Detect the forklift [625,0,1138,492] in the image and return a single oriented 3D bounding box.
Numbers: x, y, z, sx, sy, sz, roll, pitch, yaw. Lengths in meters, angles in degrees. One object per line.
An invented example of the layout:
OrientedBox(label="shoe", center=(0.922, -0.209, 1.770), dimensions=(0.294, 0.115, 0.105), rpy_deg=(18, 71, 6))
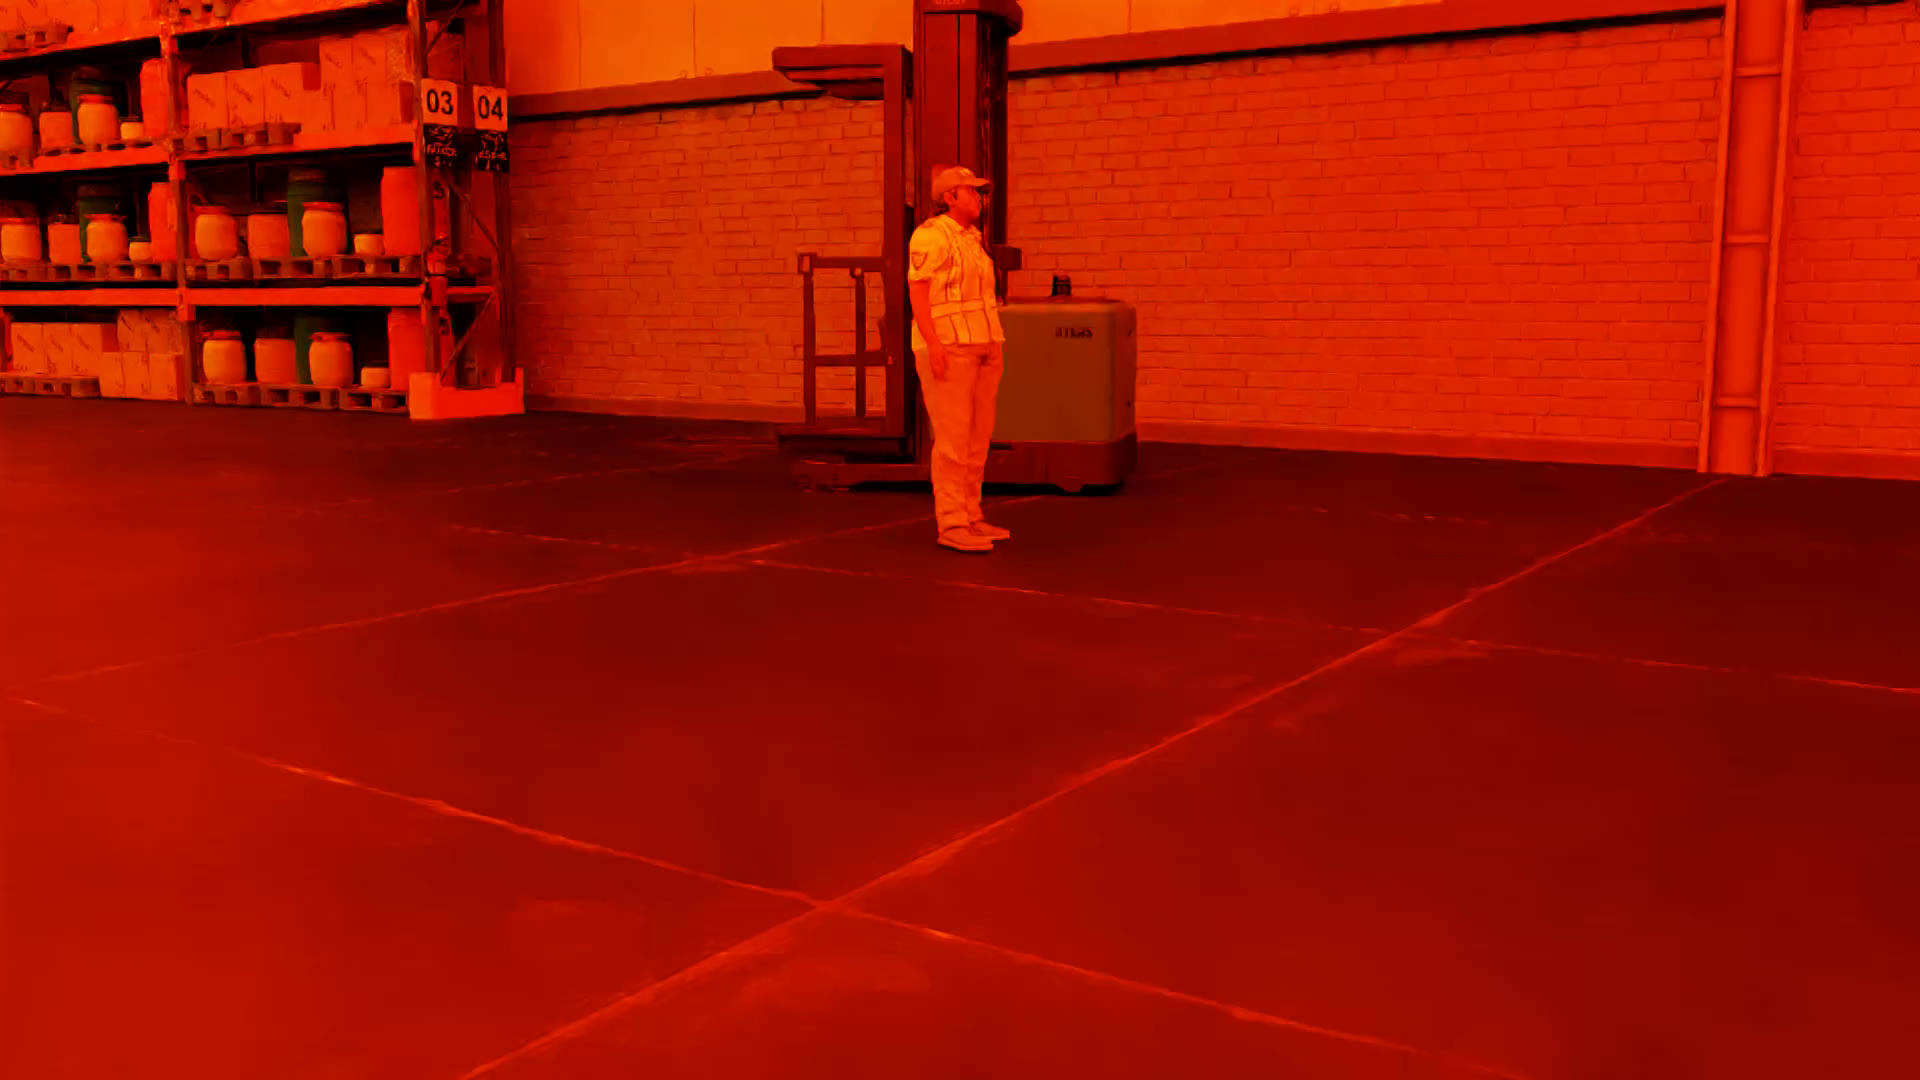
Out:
OrientedBox(label="forklift", center=(-0.492, -1.807, 9.897), dimensions=(3.031, 2.935, 1.130), rpy_deg=(2, 8, 14))

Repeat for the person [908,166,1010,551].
OrientedBox(label="person", center=(0.051, -0.824, 7.424), dimensions=(0.529, 1.669, 0.598), rpy_deg=(5, 10, 34))
